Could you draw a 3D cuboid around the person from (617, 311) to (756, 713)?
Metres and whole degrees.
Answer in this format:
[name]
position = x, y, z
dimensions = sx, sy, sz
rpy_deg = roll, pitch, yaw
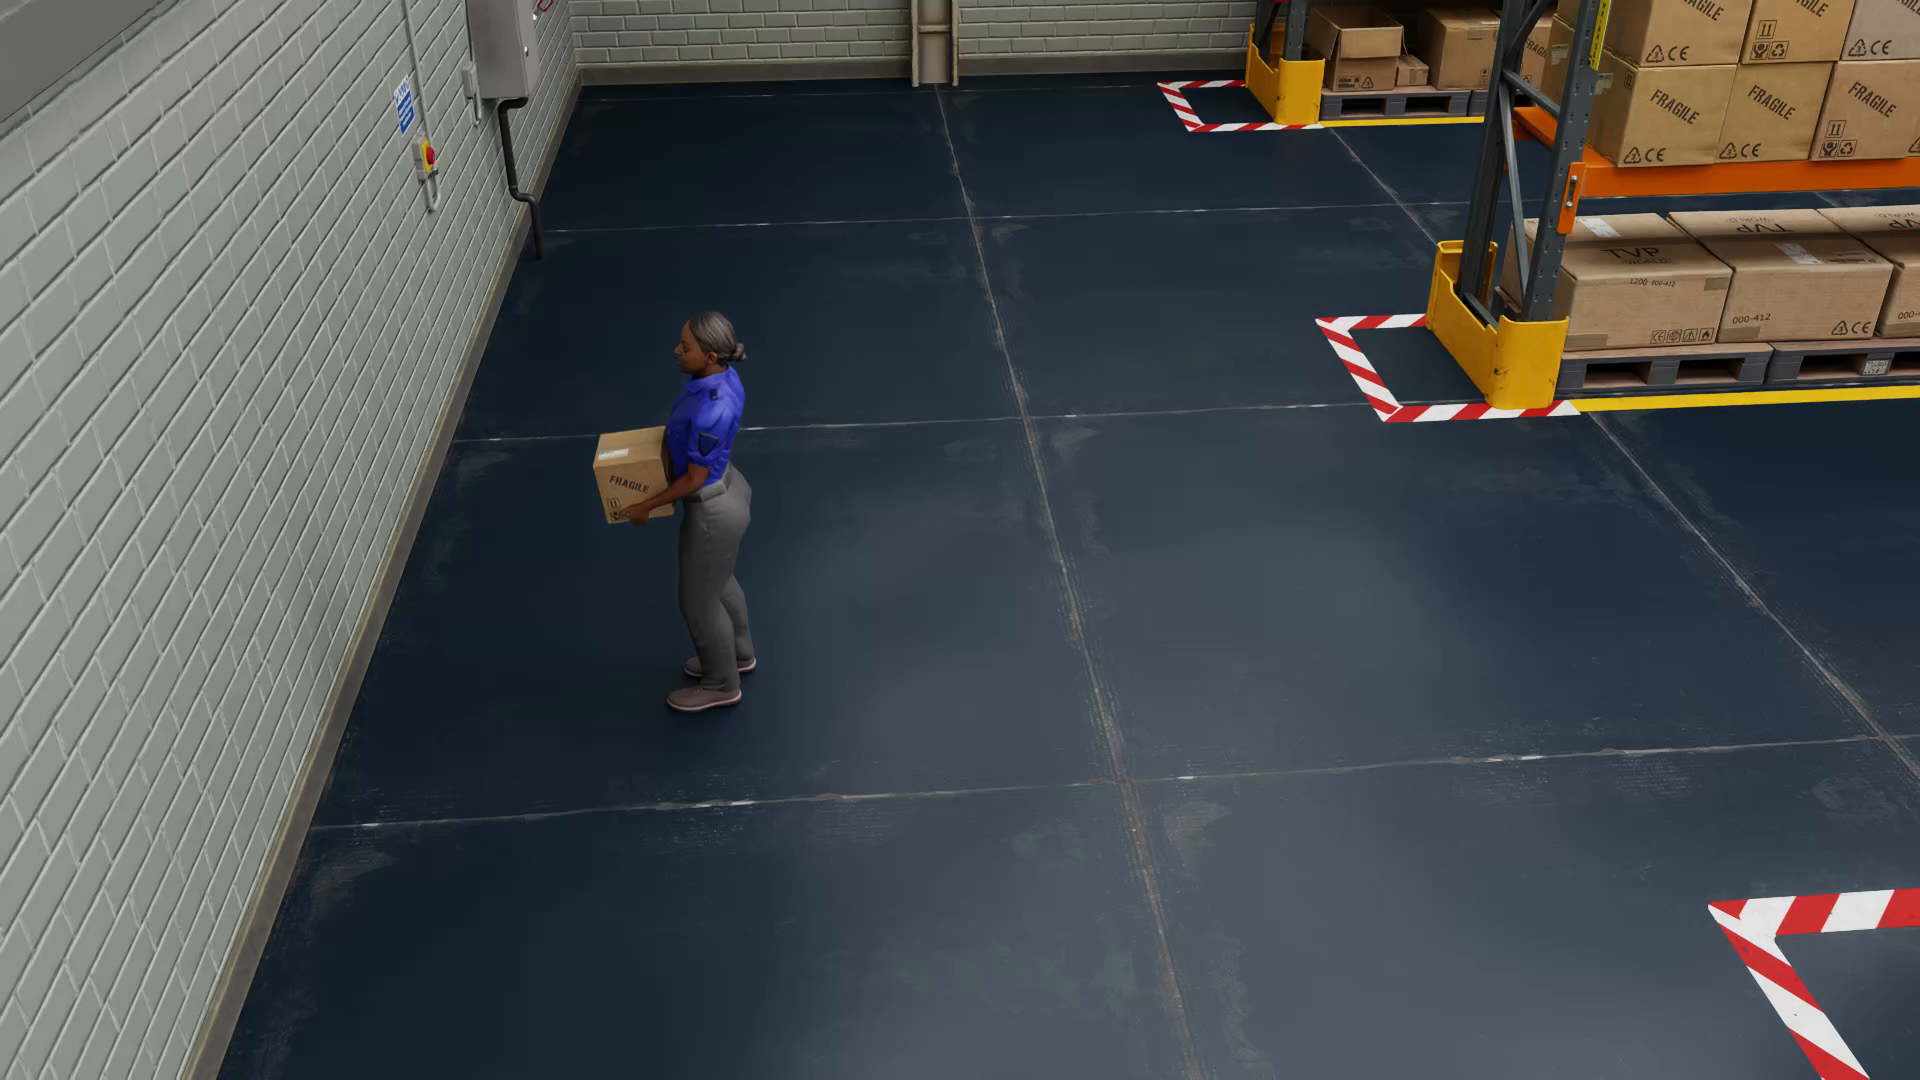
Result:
[person]
position = -1.025, -0.103, 6.319
dimensions = 0.512, 1.650, 0.451
rpy_deg = -2, 31, -4
